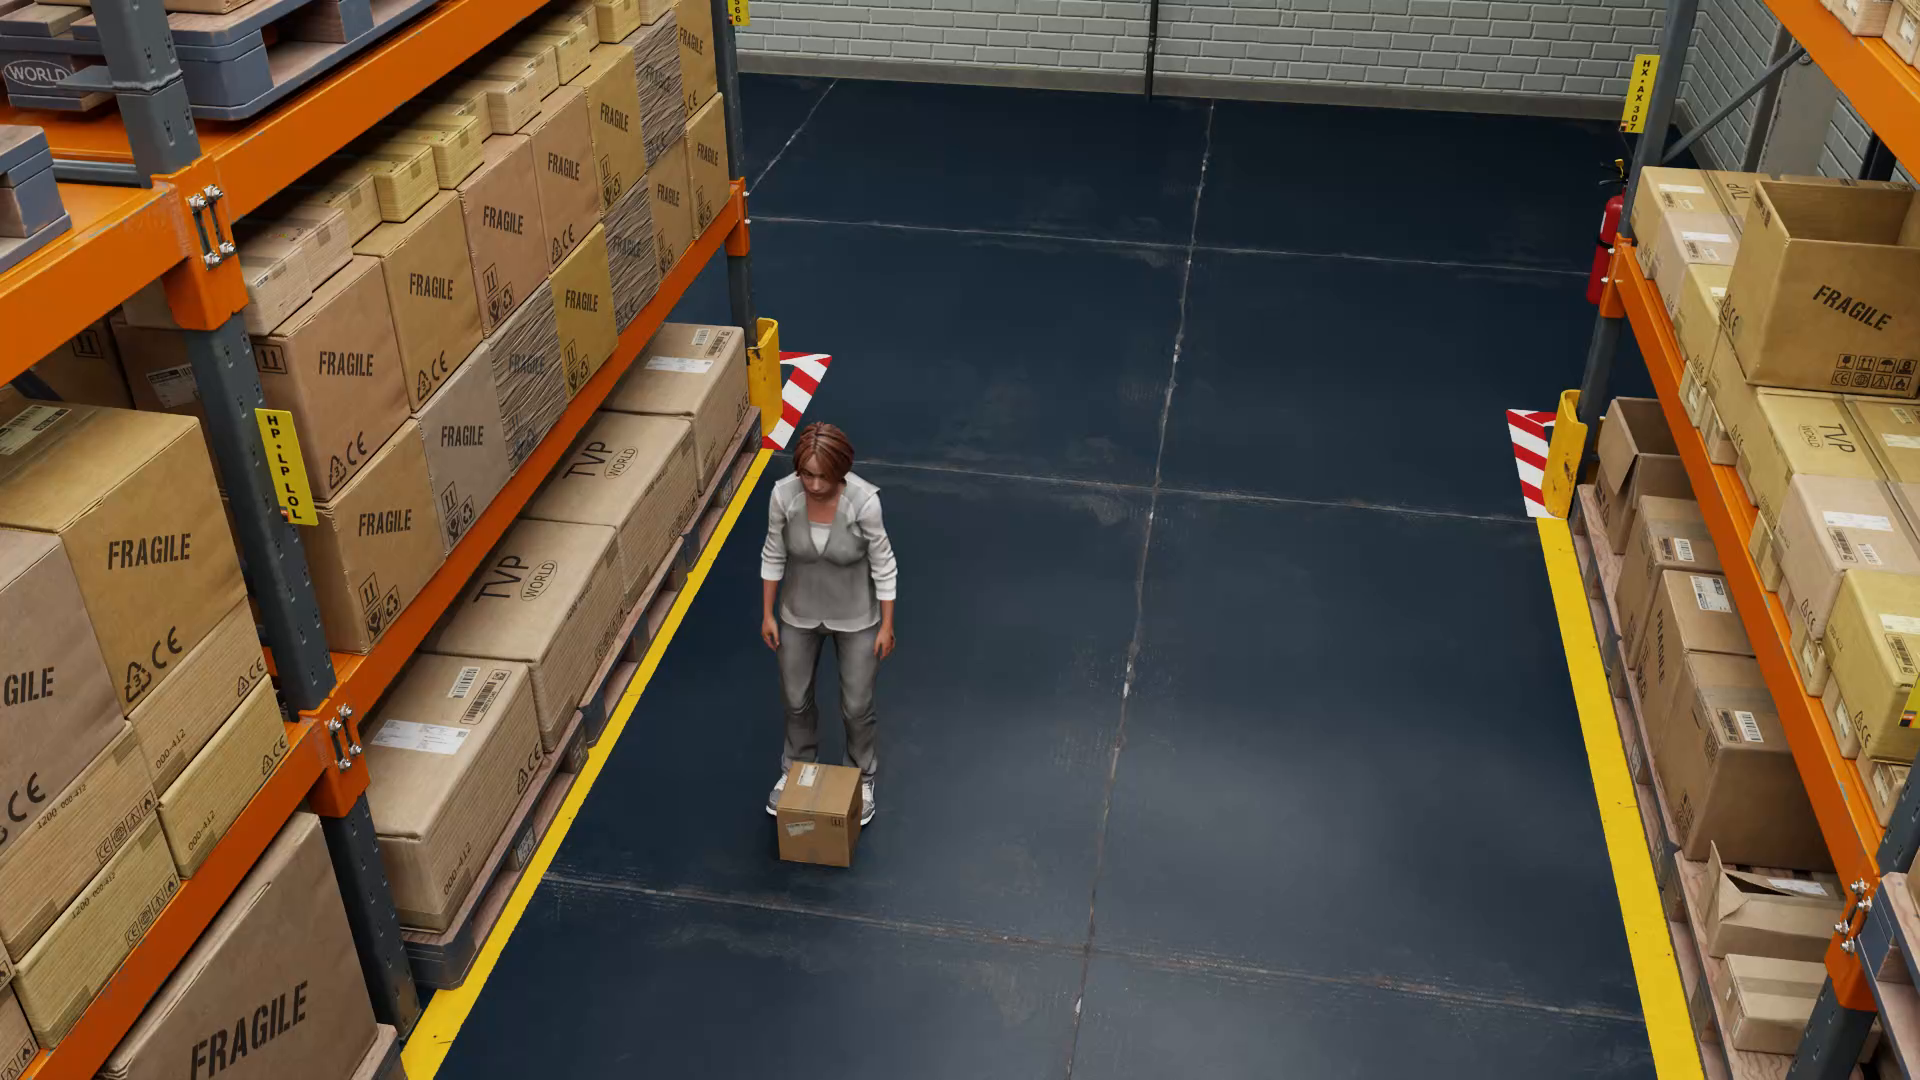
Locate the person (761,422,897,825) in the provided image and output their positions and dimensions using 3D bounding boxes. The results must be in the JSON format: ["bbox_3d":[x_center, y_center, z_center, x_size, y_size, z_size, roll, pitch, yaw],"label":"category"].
[{"bbox_3d":[-0.452,0.279,5.715,0.482,1.594,0.341,5,33,7],"label":"person"}]
